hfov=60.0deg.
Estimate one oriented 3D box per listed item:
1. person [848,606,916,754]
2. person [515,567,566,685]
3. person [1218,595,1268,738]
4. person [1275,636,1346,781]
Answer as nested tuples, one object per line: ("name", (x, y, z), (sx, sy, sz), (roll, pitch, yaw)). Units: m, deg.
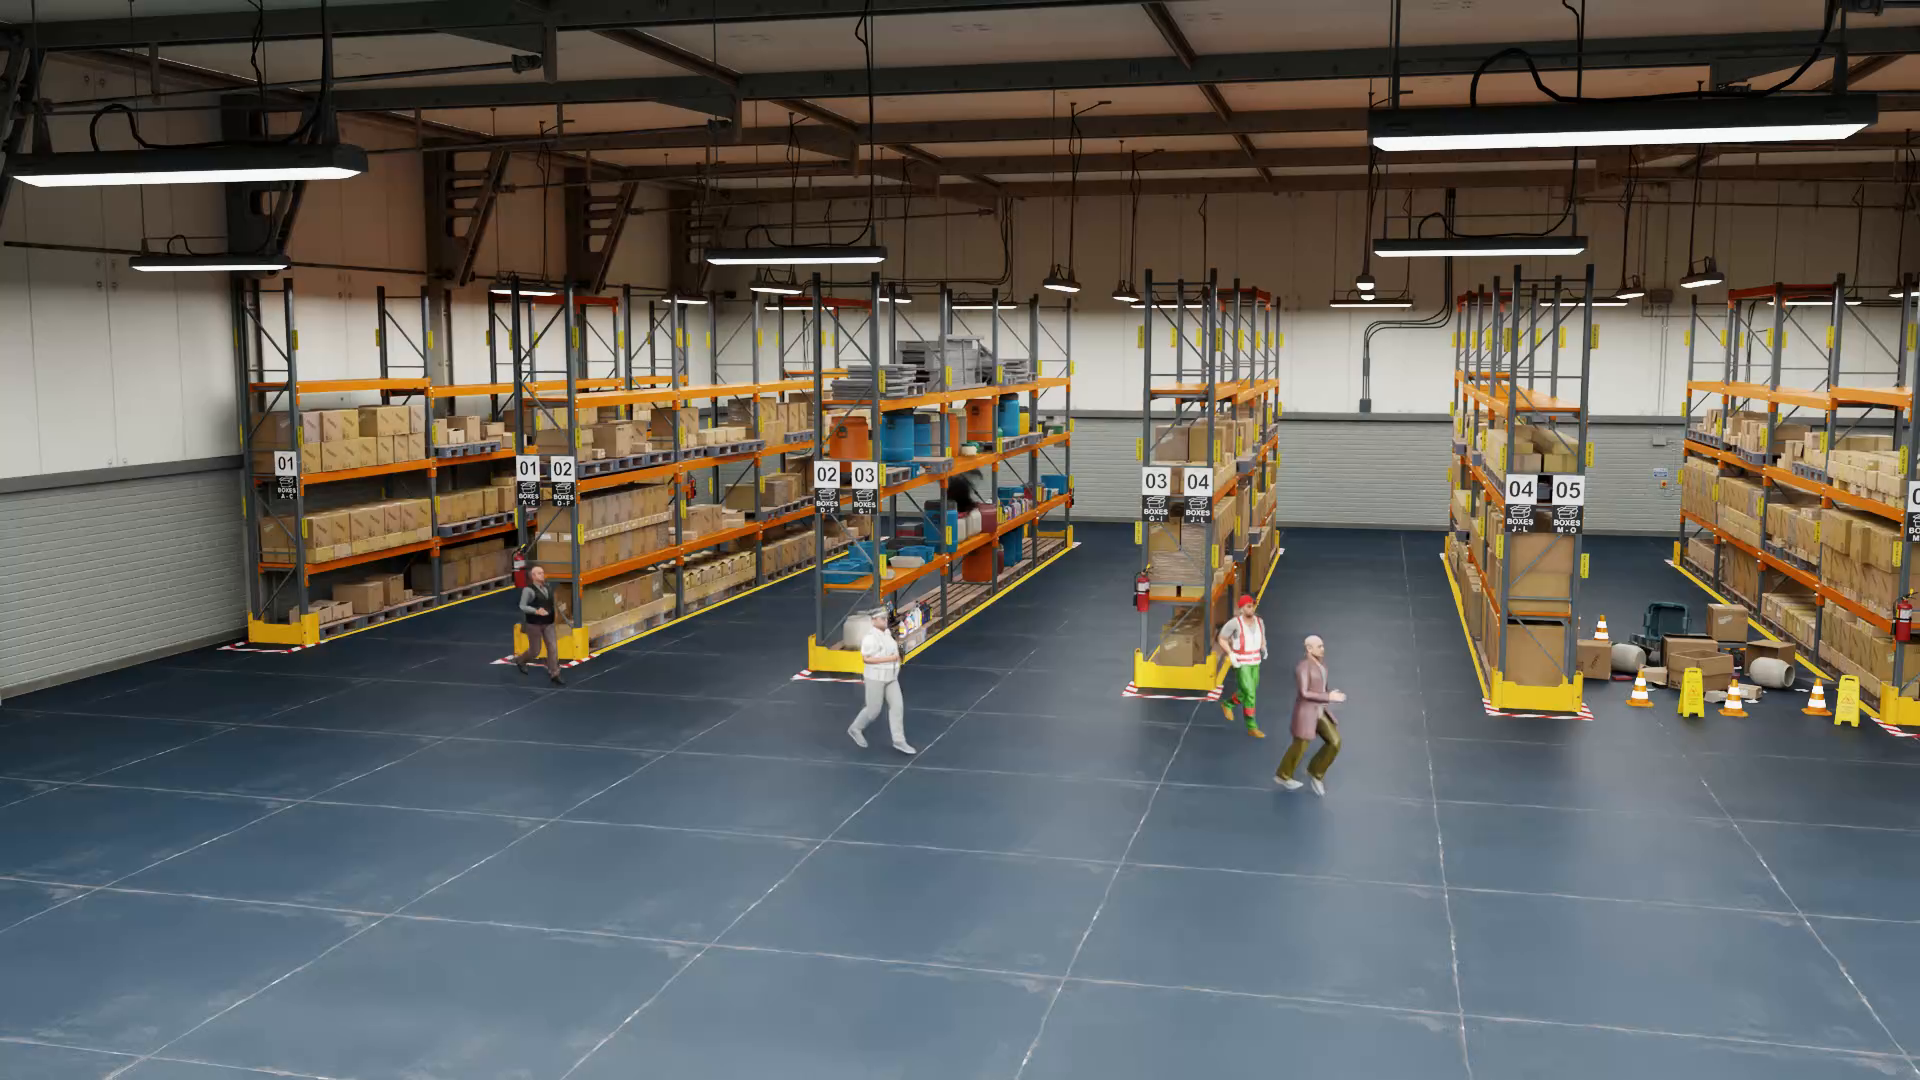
("person", (-0.938, 1.682, 20.185), (0.885, 1.773, 0.664), (5, 8, 35))
("person", (-6.134, 1.239, 24.270), (0.965, 1.708, 0.674), (5, 9, 38))
("person", (3.608, 1.571, 21.155), (0.653, 1.778, 0.894), (-4, 8, -29))
("person", (3.884, 1.868, 18.296), (0.852, 1.656, 0.668), (6, 9, 43))
